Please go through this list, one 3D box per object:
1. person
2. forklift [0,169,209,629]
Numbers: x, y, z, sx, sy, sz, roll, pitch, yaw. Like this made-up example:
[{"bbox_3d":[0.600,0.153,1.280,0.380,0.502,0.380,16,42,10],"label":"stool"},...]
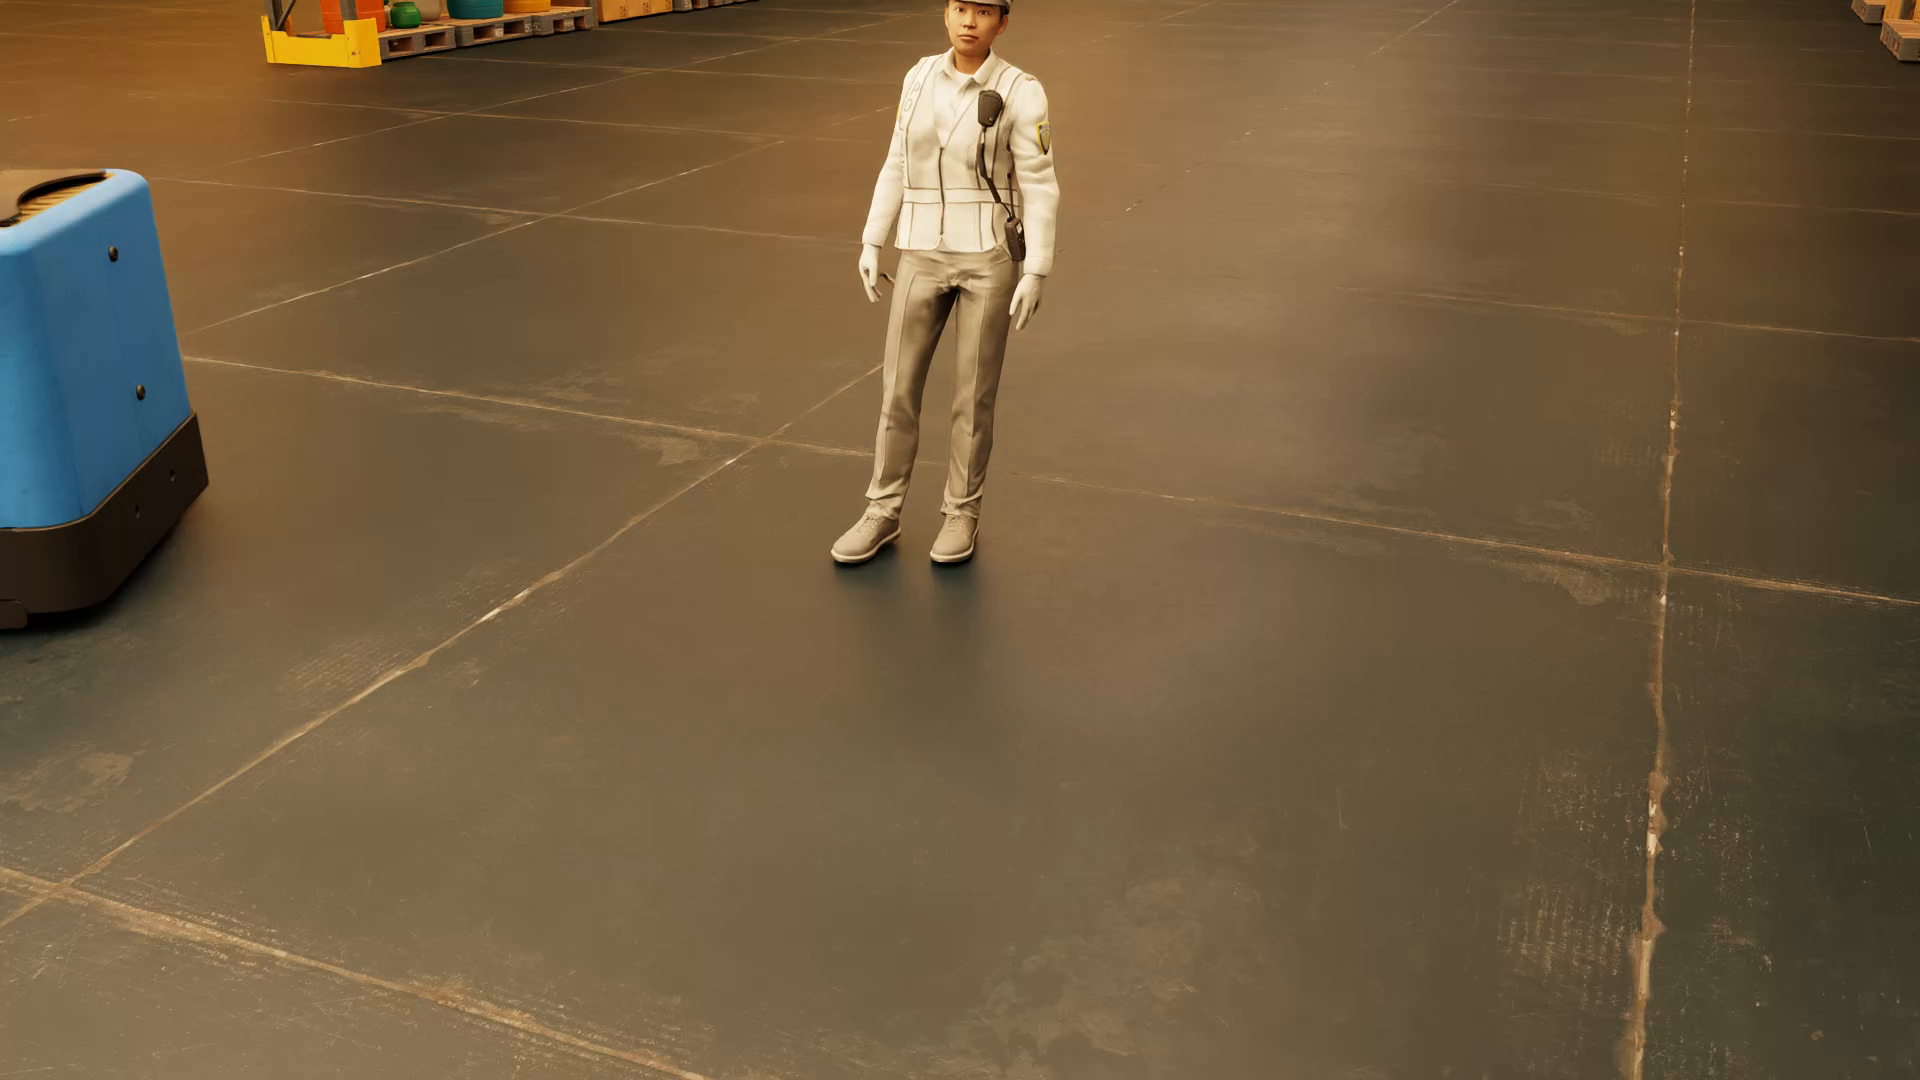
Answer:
[{"bbox_3d":[-0.032,-0.765,4.707,0.587,1.695,0.531,9,24,21],"label":"person"},{"bbox_3d":[-3.870,-1.238,4.254,3.031,2.935,1.130,-2,23,-5],"label":"forklift"}]
